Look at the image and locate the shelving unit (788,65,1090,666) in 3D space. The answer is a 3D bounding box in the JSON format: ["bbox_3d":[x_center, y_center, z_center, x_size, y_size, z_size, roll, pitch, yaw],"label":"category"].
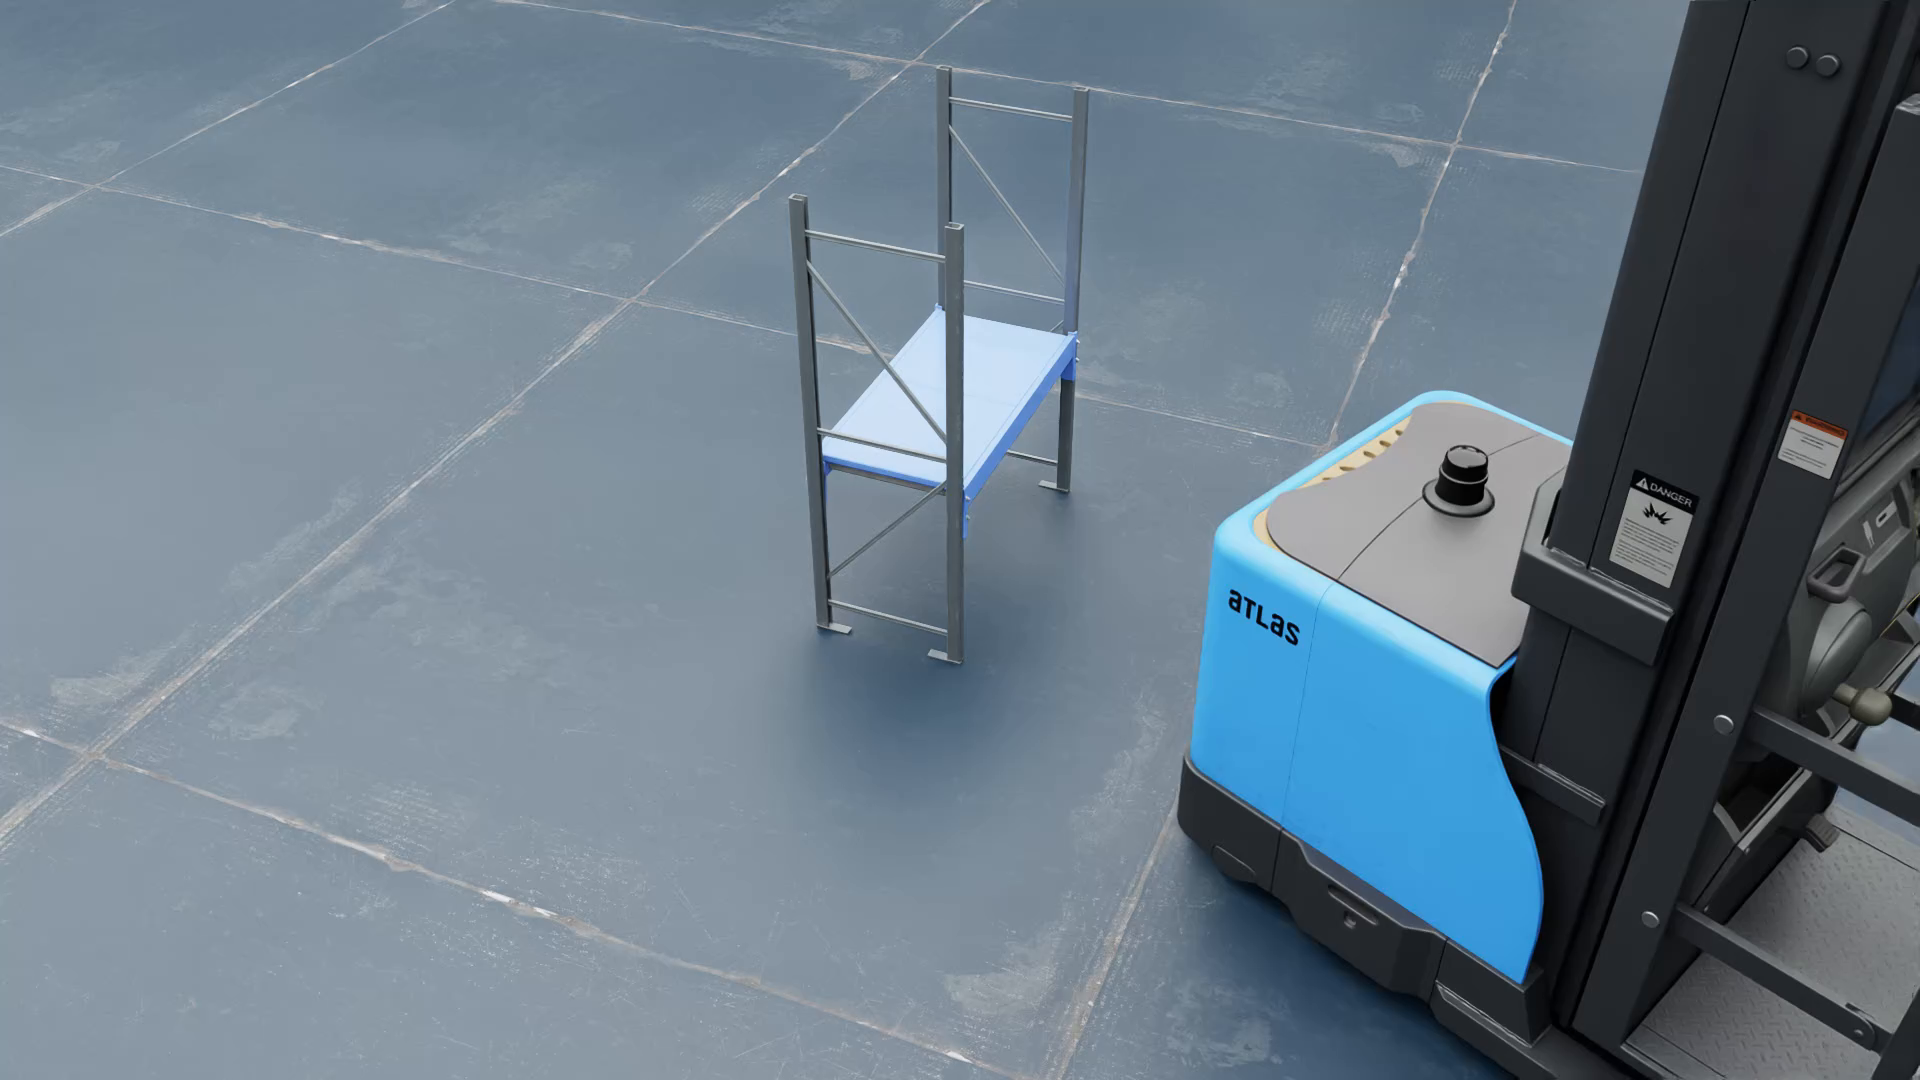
[{"bbox_3d":[-0.032,-0.553,5.238,0.538,1.500,1.048,14,39,18],"label":"shelving unit"}]

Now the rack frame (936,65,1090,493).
[{"bbox_3d":[0.161,-0.835,5.614,0.500,1.500,0.032,14,39,18],"label":"rack frame"}]

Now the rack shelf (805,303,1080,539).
[{"bbox_3d":[-0.032,-0.409,5.345,0.538,0.185,1.000,14,39,18],"label":"rack shelf"}]

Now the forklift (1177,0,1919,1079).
[{"bbox_3d":[1.982,0.091,3.180,1.130,2.935,3.031,-30,46,-34],"label":"forklift"}]

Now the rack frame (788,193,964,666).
[{"bbox_3d":[-0.226,-0.272,4.861,0.500,1.500,0.032,14,39,18],"label":"rack frame"}]
